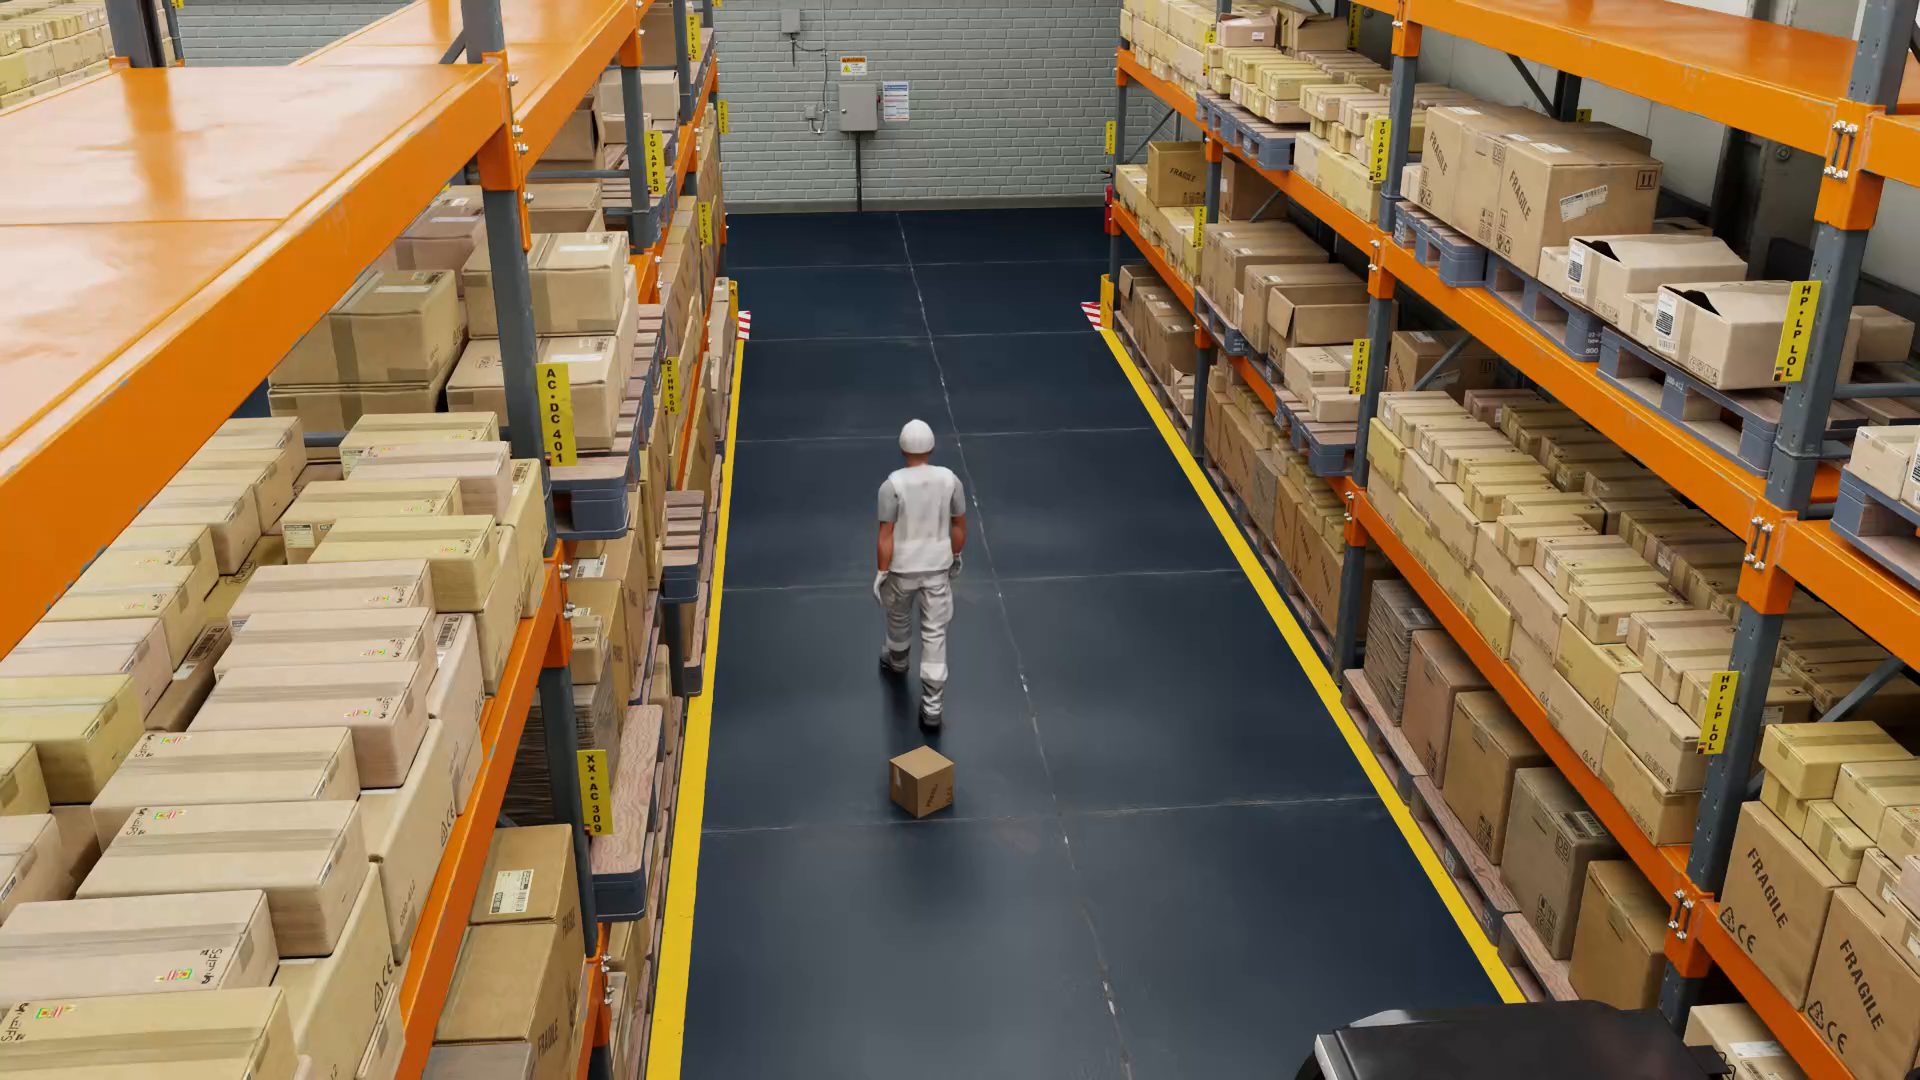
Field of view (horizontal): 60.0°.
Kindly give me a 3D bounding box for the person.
[{"bbox_3d":[-0.248,0.115,9.784,0.579,1.722,1.001,-4,24,-8],"label":"person"}]
